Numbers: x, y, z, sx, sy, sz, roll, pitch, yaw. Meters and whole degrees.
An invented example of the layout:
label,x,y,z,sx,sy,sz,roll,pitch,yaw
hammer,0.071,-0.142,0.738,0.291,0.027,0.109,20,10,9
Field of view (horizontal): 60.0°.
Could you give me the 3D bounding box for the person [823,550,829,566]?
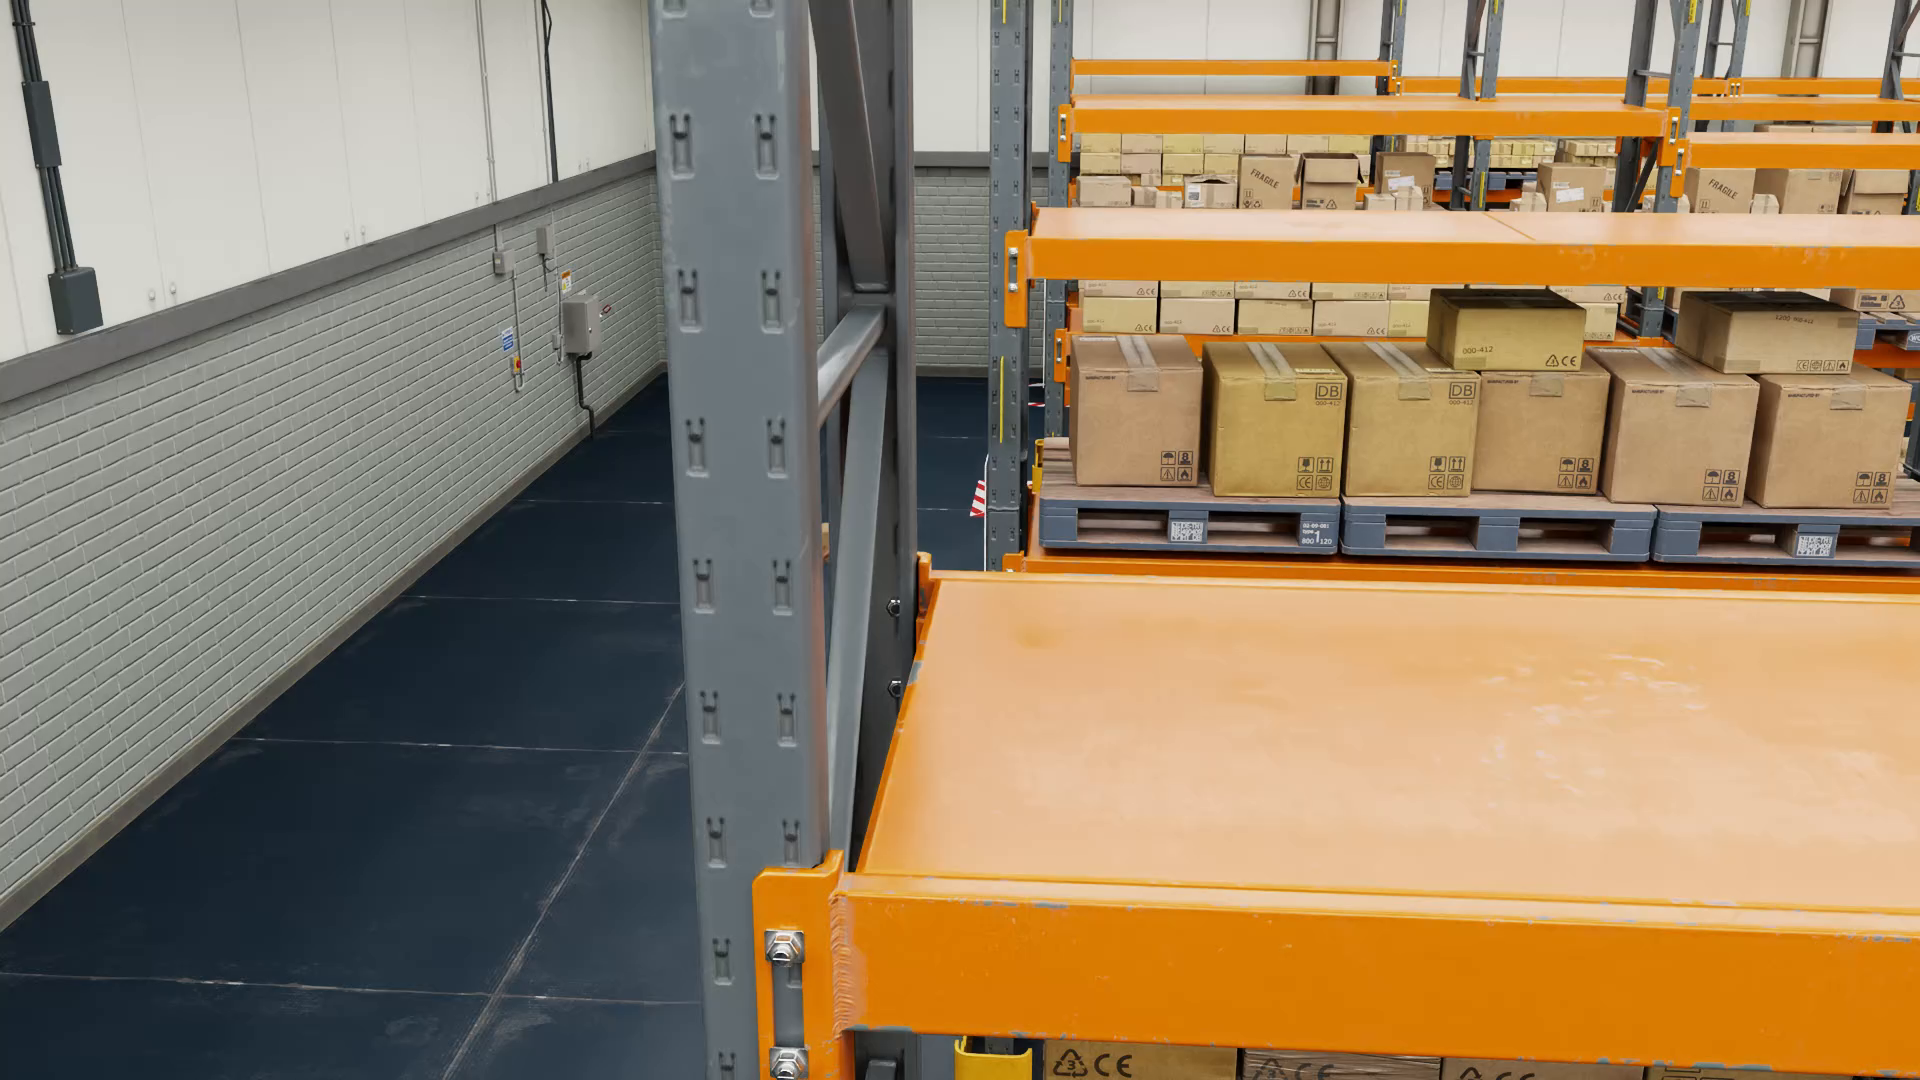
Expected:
label,x,y,z,sx,sy,sz,roll,pitch,yaw
person,-0.896,0.197,12.965,0.497,1.590,0.404,2,18,5
